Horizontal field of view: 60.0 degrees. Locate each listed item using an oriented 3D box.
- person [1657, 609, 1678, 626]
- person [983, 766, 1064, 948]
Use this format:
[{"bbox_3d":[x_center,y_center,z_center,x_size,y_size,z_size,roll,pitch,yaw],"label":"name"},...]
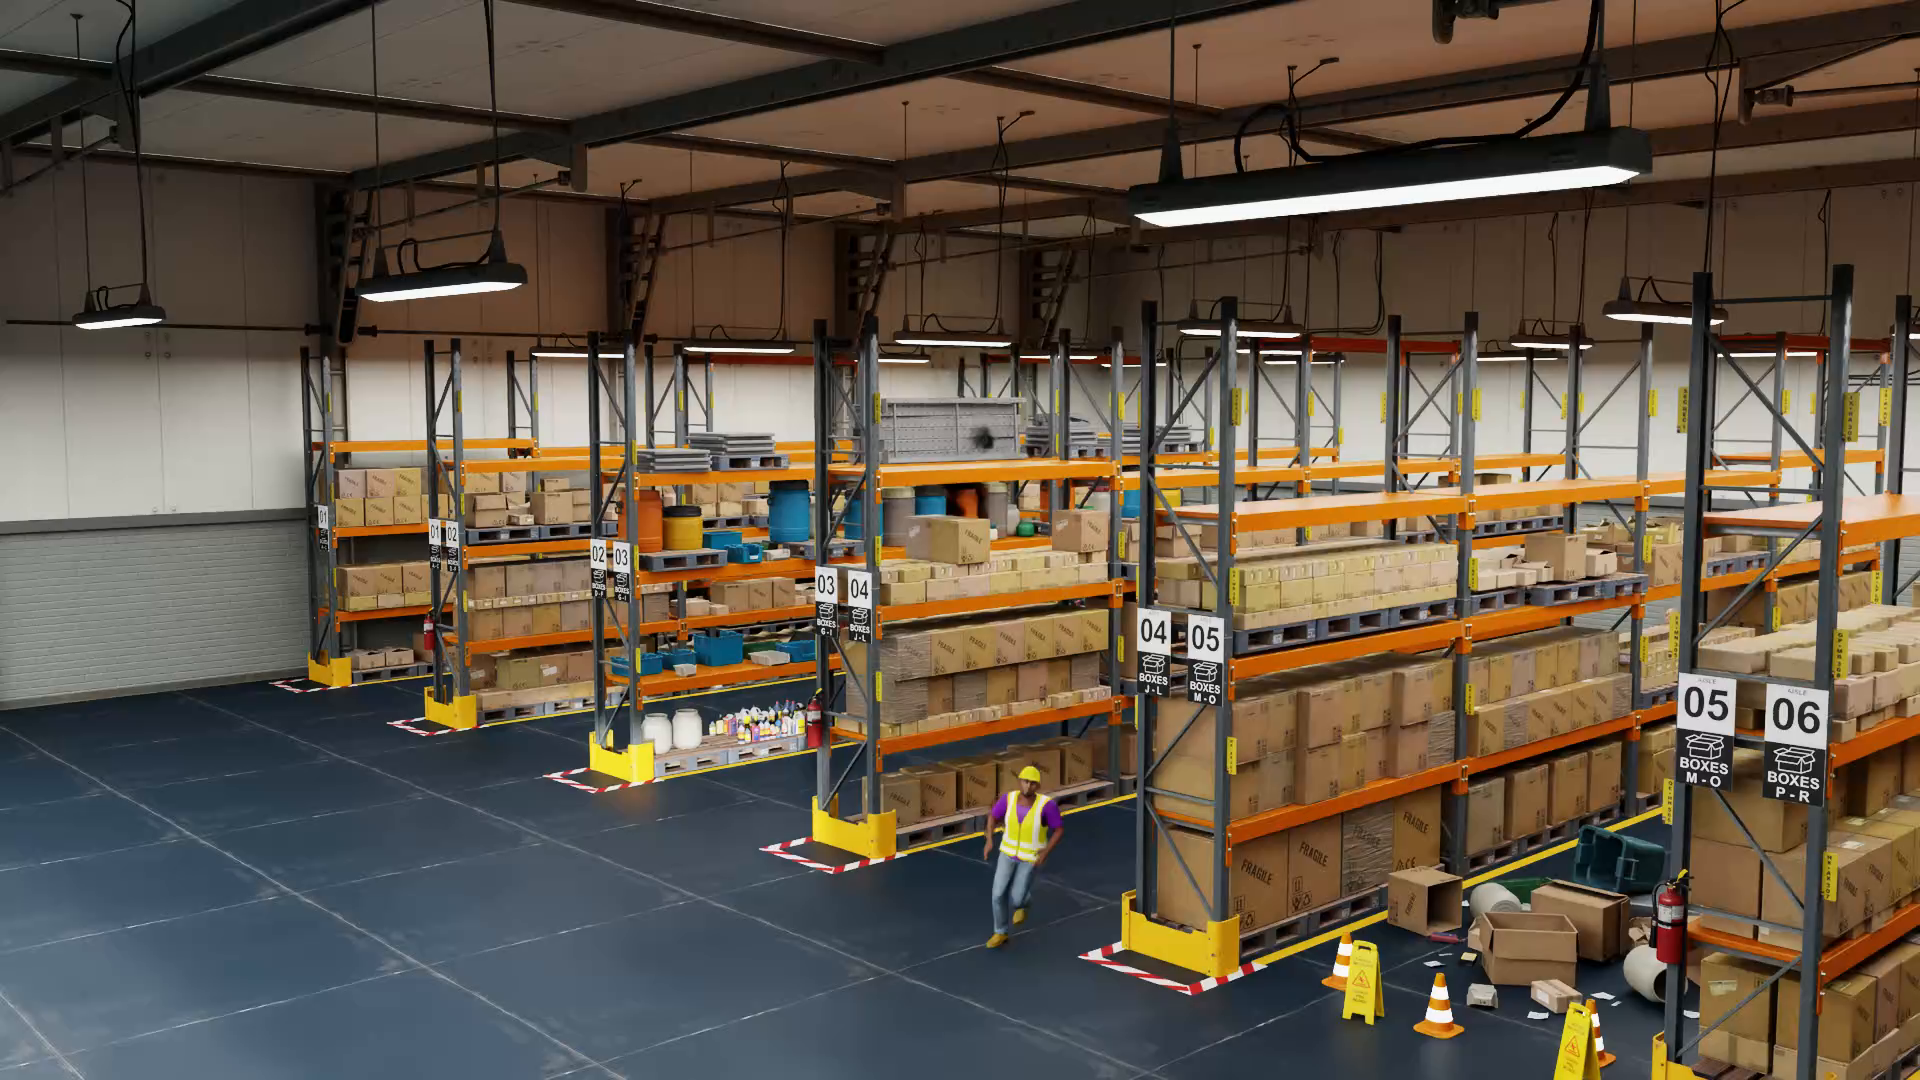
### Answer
[{"bbox_3d":[11.141,1.962,26.114,1.058,1.786,0.724,-4,7,-42],"label":"person"},{"bbox_3d":[0.601,2.958,15.656,0.746,1.704,0.597,2,5,21],"label":"person"}]
